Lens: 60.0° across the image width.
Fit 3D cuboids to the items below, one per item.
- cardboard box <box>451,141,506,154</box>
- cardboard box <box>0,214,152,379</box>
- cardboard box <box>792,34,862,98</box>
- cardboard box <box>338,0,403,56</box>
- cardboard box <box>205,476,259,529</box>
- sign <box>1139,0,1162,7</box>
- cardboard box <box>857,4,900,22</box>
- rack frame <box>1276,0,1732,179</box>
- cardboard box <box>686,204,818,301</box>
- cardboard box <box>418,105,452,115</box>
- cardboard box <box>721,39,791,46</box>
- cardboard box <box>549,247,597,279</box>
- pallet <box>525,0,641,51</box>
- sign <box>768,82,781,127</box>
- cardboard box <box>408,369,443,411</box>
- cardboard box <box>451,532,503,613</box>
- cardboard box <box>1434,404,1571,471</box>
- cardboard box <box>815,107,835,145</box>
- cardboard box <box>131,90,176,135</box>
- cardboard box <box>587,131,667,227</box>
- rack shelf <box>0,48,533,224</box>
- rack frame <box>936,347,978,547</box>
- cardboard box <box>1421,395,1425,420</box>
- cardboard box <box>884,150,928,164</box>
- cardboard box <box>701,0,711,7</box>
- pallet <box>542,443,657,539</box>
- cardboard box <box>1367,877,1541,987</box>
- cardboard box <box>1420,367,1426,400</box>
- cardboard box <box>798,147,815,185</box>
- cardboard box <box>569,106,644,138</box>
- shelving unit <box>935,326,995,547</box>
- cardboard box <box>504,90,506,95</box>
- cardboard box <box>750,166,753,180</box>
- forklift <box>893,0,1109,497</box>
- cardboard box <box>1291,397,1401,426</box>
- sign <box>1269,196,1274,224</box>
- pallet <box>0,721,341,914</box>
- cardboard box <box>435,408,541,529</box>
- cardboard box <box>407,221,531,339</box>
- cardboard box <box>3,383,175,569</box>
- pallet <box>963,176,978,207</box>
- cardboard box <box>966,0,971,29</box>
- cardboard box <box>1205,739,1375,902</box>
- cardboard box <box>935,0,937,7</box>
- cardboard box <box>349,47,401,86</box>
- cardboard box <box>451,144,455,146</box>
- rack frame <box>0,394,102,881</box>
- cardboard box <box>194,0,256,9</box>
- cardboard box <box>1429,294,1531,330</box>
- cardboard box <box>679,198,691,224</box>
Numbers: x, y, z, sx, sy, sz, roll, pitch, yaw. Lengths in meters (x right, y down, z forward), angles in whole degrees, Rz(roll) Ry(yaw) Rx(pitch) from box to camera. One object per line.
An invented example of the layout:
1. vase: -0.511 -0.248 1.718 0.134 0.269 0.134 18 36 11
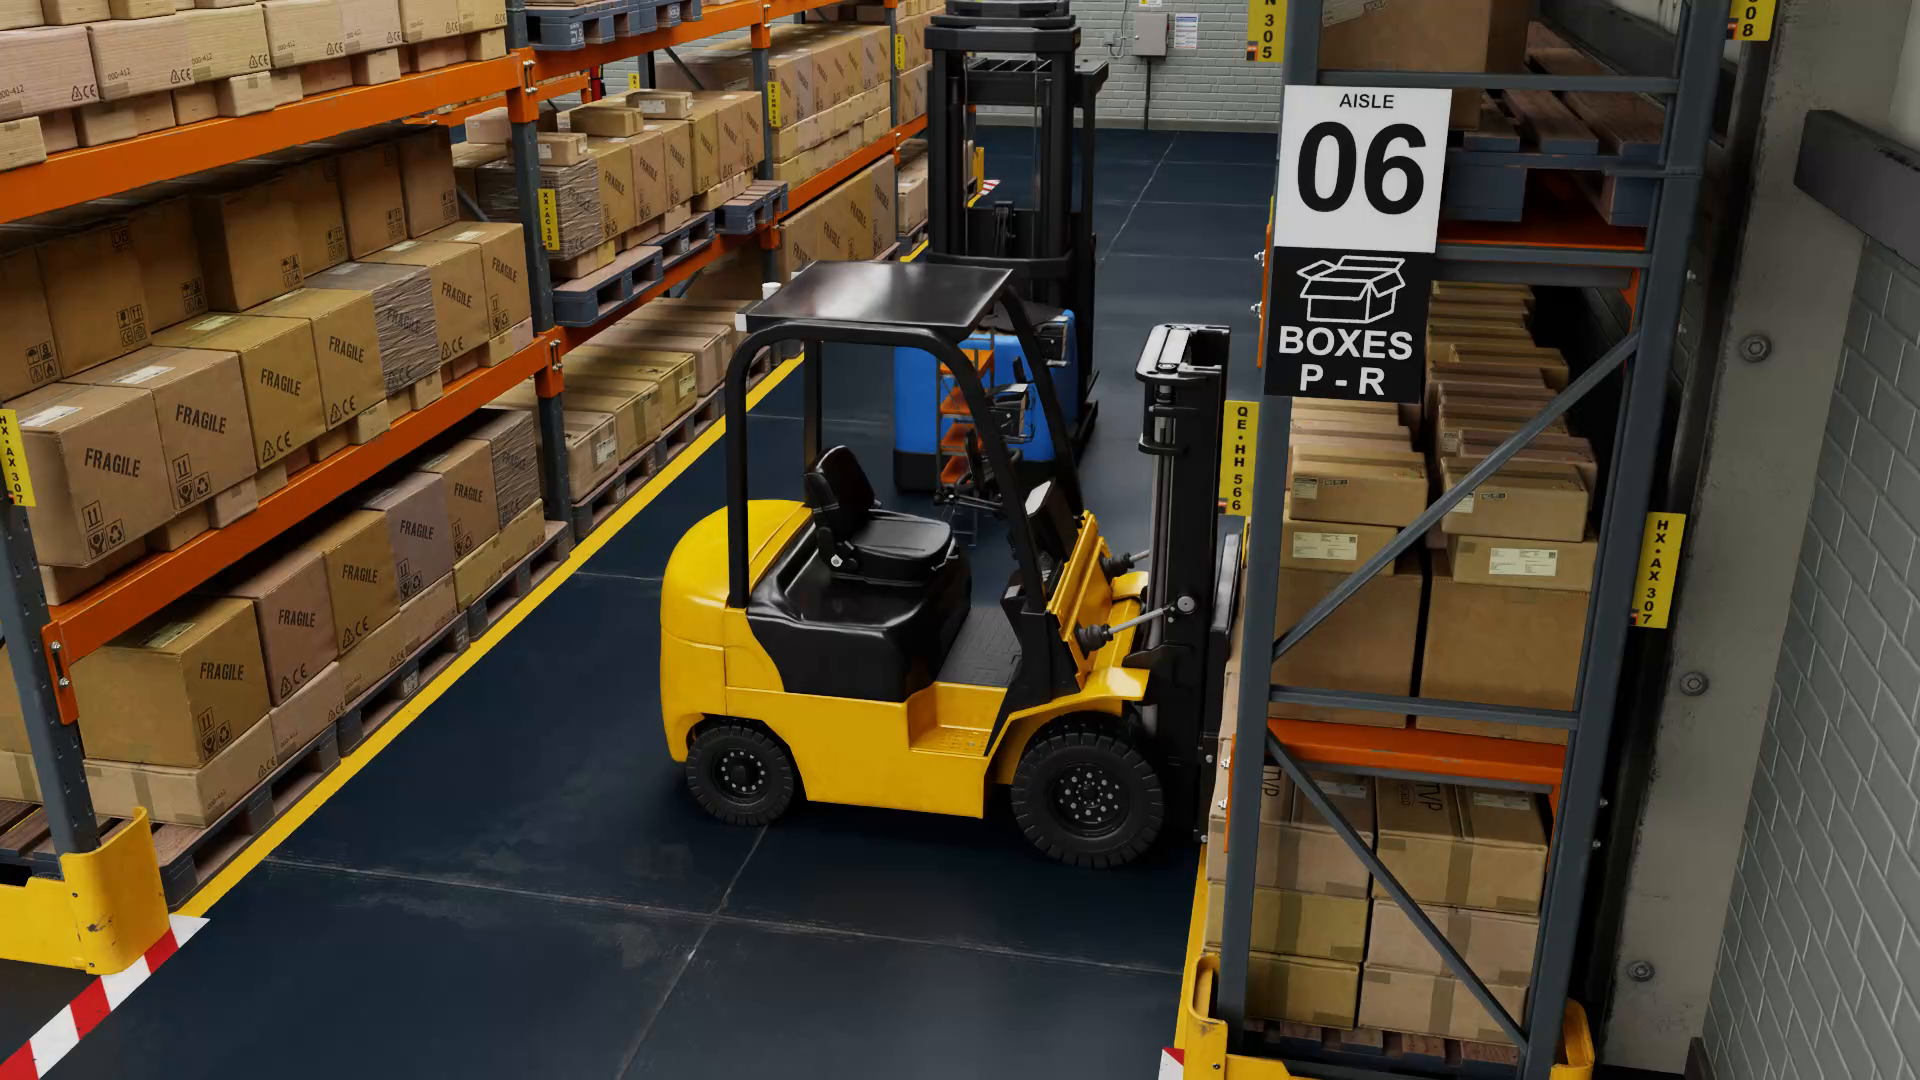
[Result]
1. cardboard box: -2.786 -2.113 9.991 0.500 0.500 0.500 5 22 11
2. cardboard box: -3.571 -0.939 6.300 0.700 0.500 0.500 5 22 11
3. cardboard box: -1.189 -4.246 14.908 0.500 0.500 0.500 5 23 13
4. cardboard box: -2.802 -2.274 7.271 0.500 0.250 0.500 4 22 10
5. cardboard box: -3.032 -0.169 6.593 0.380 0.149 0.250 5 22 12
6. sign: 2.836 -8.068 24.766 0.339 0.242 0.001 4 22 11
7. cardboard box: -0.805 -5.199 16.406 0.380 0.149 0.250 4 22 10
8. rack frame: 1.288 -2.309 3.541 1.000 3.000 0.127 4 22 11
9. cardboard box: -1.717 -2.284 13.793 0.875 0.875 0.875 4 22 10
10. cardboard box: -5.611 -4.594 17.582 0.380 0.149 0.250 5 23 13
11. cardboard box: -1.775 -4.102 14.551 0.500 0.500 0.500 4 22 10
12. cardboard box: -2.333 -1.622 9.641 0.380 0.149 0.250 5 22 12
13. pallet: -2.525 -2.888 9.245 1.213 0.211 1.003 4 22 11
14. sign: -1.406 -3.291 12.567 0.100 0.325 0.005 4 22 11
15. cardboard box: -2.727 -0.737 8.004 0.380 0.149 0.250 4 22 10
16. cardboard box: -2.712 0.147 8.592 0.500 0.250 0.500 4 22 9
17. cardboard box: 1.692 -0.309 5.205 0.380 0.149 0.250 5 22 12
18. cardboard box: -1.374 -3.528 14.130 0.500 0.250 0.500 4 22 11
19. cardboard box: -3.106 -1.564 6.043 0.380 0.149 0.250 4 22 11
20. cardboard box: -2.163 -2.258 10.350 0.500 0.500 0.500 4 22 11
21. rack shelf: -3.164 -1.692 6.988 1.077 0.370 4.000 4 22 11
22. rack frame: -0.016 -0.528 9.558 0.240 1.200 0.015 4 22 11
23. cardboard box: 1.956 -0.293 6.432 0.500 0.500 0.500 5 22 12
24. cardboard box: -0.522 -4.177 19.077 0.875 0.438 0.875 5 22 12
25. cardboard box: -2.142 -3.921 11.425 0.700 0.500 0.500 4 22 11
26. pallet: -2.598 -0.357 10.458 1.003 0.211 1.213 4 22 11
27. cardboard box: 1.588 1.166 5.391 0.500 0.250 0.500 5 22 12
28. cardboard box: 1.977 -0.636 6.414 0.380 0.149 0.250 4 22 9
29. cardboard box: -1.506 -3.108 13.757 0.500 0.250 0.500 4 22 9
30. cardboard box: -2.192 -2.596 10.323 0.380 0.149 0.250 6 23 14
31. shelving unit: 0.034 -0.617 9.780 0.258 1.200 0.503 4 22 11
32. cardboard box: -5.381 -5.181 19.040 0.380 0.149 0.250 5 23 13
33. cardboard box: -1.776 -2.769 12.489 0.380 0.149 0.250 5 23 13
34. forklift: 0.379 -2.140 11.244 1.130 2.935 3.031 4 22 11
35. cardboard box: 1.202 -0.349 5.304 0.380 0.149 0.250 5 22 12
36. sign: 1.571 -1.527 8.187 0.100 0.325 0.005 4 22 11
37. pallet: -3.356 1.068 6.919 1.003 0.211 1.213 4 22 11
38. cardboard box: -2.614 -0.396 8.937 0.500 0.500 0.500 4 22 10
39. cardboard box: -2.603 -1.369 8.705 0.500 0.500 0.500 4 22 10
40. cardboard box: -3.204 -0.240 5.901 0.500 0.500 0.500 4 22 10
41. pallet: -0.393 -4.163 19.907 1.003 0.211 1.213 4 22 11
42. cardboard box: -0.172 -6.070 19.439 0.500 0.500 0.500 5 23 13
43. cardboard box: 1.077 0.899 5.387 0.500 0.250 0.500 5 23 13
44. cardboard box: -0.463 -5.854 18.033 0.380 0.149 0.250 5 23 13
45. cardboard box: -2.745 -2.127 7.441 0.380 0.149 0.250 5 22 12
46. cardboard box: -5.862 -4.595 19.705 0.380 0.149 0.250 5 22 12
47. rack frame: -3.572 0.097 5.598 1.000 3.000 0.127 4 22 11
48. cardboard box: -2.938 -2.116 6.346 0.380 0.149 0.250 5 22 12
49. cardboard box: 2.042 -0.869 6.595 0.380 0.149 0.250 4 22 10
50. cardboard box: -2.014 -2.197 11.067 0.380 0.149 0.250 4 22 9
